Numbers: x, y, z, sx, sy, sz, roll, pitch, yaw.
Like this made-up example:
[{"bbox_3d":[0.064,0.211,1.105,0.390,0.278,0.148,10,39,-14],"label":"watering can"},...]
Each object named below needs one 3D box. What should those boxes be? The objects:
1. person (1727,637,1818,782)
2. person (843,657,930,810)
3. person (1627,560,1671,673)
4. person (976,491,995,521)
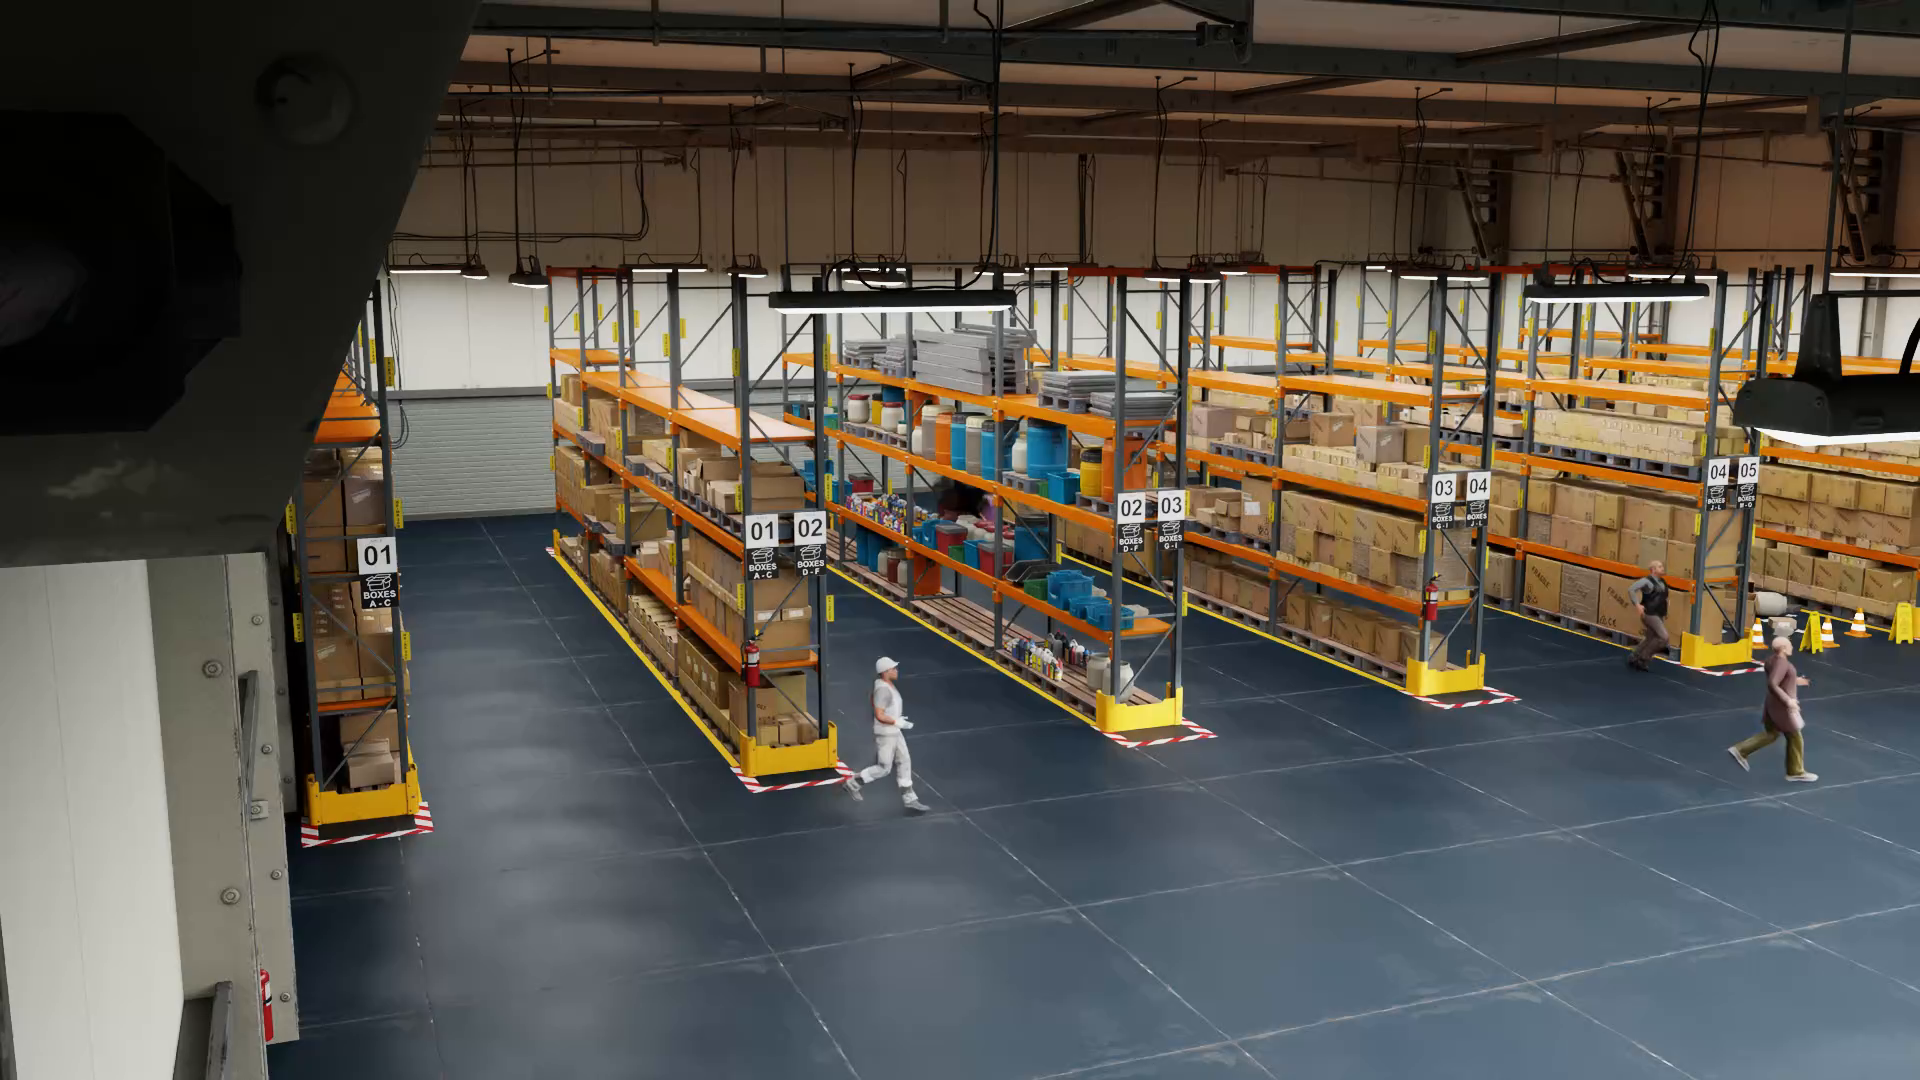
[{"bbox_3d":[9.804,2.018,19.928,1.021,1.754,0.715,1,10,7],"label":"person"},{"bbox_3d":[-0.828,2.201,18.883,0.995,1.778,0.689,1,10,6],"label":"person"},{"bbox_3d":[10.490,1.154,25.160,0.638,1.693,0.658,-9,13,-42],"label":"person"},{"bbox_3d":[0.636,-0.343,32.516,0.536,1.544,0.493,-6,12,-32],"label":"person"}]
